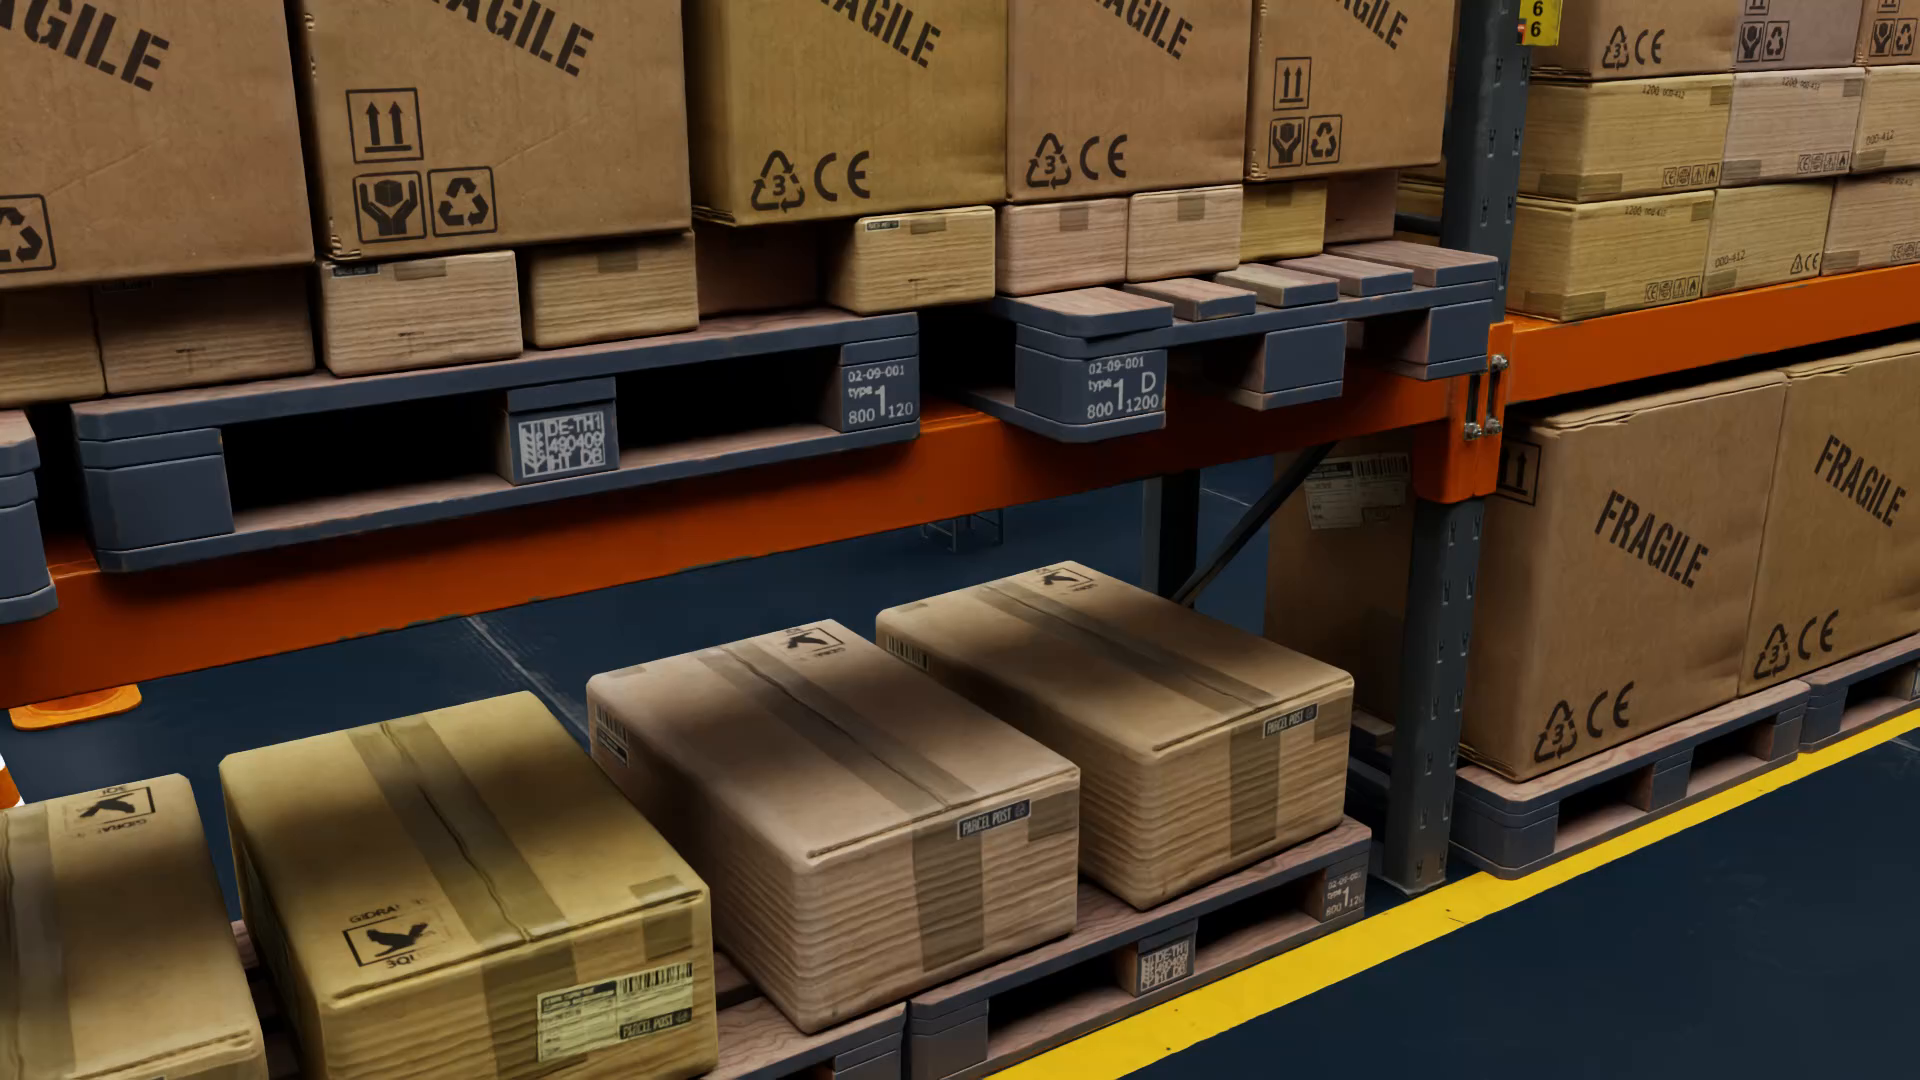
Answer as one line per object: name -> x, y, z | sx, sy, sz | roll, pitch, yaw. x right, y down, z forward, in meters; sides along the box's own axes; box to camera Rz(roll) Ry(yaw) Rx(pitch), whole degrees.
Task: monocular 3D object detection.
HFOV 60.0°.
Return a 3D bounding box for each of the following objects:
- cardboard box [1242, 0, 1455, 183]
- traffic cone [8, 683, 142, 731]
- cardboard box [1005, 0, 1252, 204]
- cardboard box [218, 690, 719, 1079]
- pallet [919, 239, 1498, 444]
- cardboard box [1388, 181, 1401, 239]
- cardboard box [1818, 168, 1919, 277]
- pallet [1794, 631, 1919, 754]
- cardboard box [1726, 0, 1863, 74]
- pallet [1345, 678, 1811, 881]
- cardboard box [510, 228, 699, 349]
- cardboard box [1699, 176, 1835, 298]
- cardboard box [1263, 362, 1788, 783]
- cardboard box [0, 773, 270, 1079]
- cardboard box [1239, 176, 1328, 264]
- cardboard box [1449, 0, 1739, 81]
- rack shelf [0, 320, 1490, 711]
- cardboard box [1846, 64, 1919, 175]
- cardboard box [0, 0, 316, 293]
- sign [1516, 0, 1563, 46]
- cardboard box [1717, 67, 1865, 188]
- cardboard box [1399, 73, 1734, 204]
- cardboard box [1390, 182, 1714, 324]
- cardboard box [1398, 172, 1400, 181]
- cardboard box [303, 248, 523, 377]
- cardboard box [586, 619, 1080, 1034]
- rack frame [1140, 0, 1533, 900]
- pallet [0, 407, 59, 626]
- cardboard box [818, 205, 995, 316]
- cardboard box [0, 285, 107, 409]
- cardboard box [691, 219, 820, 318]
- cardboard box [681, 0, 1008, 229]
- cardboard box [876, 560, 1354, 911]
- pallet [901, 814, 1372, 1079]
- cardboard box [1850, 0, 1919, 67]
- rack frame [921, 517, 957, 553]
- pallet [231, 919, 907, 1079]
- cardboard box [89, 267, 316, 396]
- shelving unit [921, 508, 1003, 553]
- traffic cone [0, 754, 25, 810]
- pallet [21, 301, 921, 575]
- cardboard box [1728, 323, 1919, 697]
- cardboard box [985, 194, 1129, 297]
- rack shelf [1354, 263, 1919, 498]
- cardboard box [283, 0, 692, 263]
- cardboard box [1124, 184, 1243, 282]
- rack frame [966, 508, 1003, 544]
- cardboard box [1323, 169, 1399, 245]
cardboard box -> 0.577, -0.974, 3.165 | 0.500, 0.500, 0.500 | -13, 22, -33
traffic cone -> -2.579, 0.254, 4.771 | 0.334, 0.463, 0.336 | -12, 22, -31
cardboard box -> 0.151, -0.880, 2.887 | 0.500, 0.500, 0.500 | -12, 22, -32
cardboard box -> -0.922, 0.666, 3.039 | 0.625, 0.372, 0.950 | -11, 22, -30
pallet -> 0.267, -0.496, 3.328 | 1.003, 0.211, 1.213 | -12, 22, -31
cardboard box -> 1.083, -0.829, 4.246 | 0.500, 0.250, 0.500 | -13, 23, -33
cardboard box -> 2.211, -0.875, 4.383 | 0.500, 0.250, 0.500 | -11, 22, -30
pallet -> 2.521, 0.248, 5.183 | 1.213, 0.211, 1.003 | -12, 22, -31
cardboard box -> 1.759, -1.373, 3.907 | 0.500, 0.500, 0.500 | -12, 22, -31
pallet -> 1.503, 0.461, 4.551 | 1.213, 0.211, 1.003 | -12, 22, -31
cardboard box -> -0.591, -0.406, 2.499 | 0.250, 0.149, 0.380 | -13, 22, -33
cardboard box -> 1.770, -0.784, 4.115 | 0.500, 0.250, 0.500 | -13, 22, -33
cardboard box -> 1.426, -0.033, 4.320 | 0.875, 0.875, 0.875 | -12, 22, -32
cardboard box -> -1.502, 0.789, 2.675 | 0.625, 0.372, 0.950 | -10, 21, -28
cardboard box -> 0.475, -0.634, 3.172 | 0.250, 0.149, 0.380 | -12, 22, -31
cardboard box -> 1.350, -1.284, 3.640 | 0.500, 0.500, 0.500 | -13, 22, -33
rack shelf -> -0.867, -0.048, 2.826 | 4.000, 0.370, 1.077 | -12, 22, -31
cardboard box -> 2.218, -1.105, 4.284 | 0.500, 0.250, 0.500 | -12, 22, -32
cardboard box -> -1.150, -0.601, 2.064 | 0.500, 0.500, 0.500 | -12, 22, -32
sign -> 1.110, -1.109, 3.156 | 0.005, 0.325, 0.100 | -12, 22, -31
cardboard box -> 1.795, -1.021, 4.034 | 0.500, 0.250, 0.500 | -11, 22, -30
cardboard box -> 1.362, -0.930, 3.766 | 0.500, 0.250, 0.500 | -12, 22, -32
cardboard box -> 1.351, -0.689, 3.833 | 0.500, 0.250, 0.500 | -12, 22, -32
cardboard box -> 1.068, -1.060, 4.150 | 0.500, 0.250, 0.500 | -12, 22, -32
cardboard box -> -0.798, -0.351, 2.337 | 0.250, 0.149, 0.380 | -11, 22, -29
cardboard box -> -0.286, 0.534, 3.429 | 0.625, 0.372, 0.950 | -12, 22, -32
rack frame -> 0.803, -0.741, 3.753 | 0.127, 3.000, 1.000 | -12, 22, -31
pallet -> -1.819, -0.041, 1.983 | 1.213, 0.211, 1.003 | -12, 22, -31
cardboard box -> -0.148, -0.483, 2.726 | 0.250, 0.149, 0.380 | -11, 22, -30
cardboard box -> -1.256, -0.275, 2.112 | 0.250, 0.149, 0.380 | -12, 22, -31
cardboard box -> -0.427, -0.472, 2.695 | 0.250, 0.149, 0.380 | -12, 22, -31
cardboard box -> -0.270, -0.791, 2.623 | 0.500, 0.500, 0.500 | -14, 23, -35
cardboard box -> 0.326, 0.402, 3.820 | 0.625, 0.372, 0.950 | -14, 23, -35
pallet -> 0.150, 0.717, 3.794 | 1.213, 0.211, 1.003 | -12, 22, -31
cardboard box -> 2.199, -1.460, 4.164 | 0.500, 0.500, 0.500 | -11, 22, -30
rack frame -> -0.078, -0.410, 6.052 | 0.006, 0.900, 0.240 | -12, 22, -31
pallet -> -0.868, 0.931, 3.162 | 1.213, 0.211, 1.003 | -12, 22, -31
cardboard box -> -1.049, -0.318, 2.240 | 0.250, 0.149, 0.380 | -12, 22, -31
shelving unit -> 0.007, -0.428, 6.105 | 0.210, 0.900, 0.258 | -12, 22, -31
traffic cone -> -2.272, 0.572, 3.829 | 0.334, 0.463, 0.336 | -12, 22, -31
pallet -> -0.827, -0.291, 2.720 | 1.213, 0.211, 1.003 | -12, 22, -31
cardboard box -> 2.173, -0.189, 4.782 | 0.875, 0.875, 0.875 | -12, 22, -31
cardboard box -> 0.075, -0.535, 2.881 | 0.250, 0.149, 0.380 | -13, 23, -34
rack shelf -> 2.474, -0.753, 4.910 | 4.000, 0.370, 1.077 | -12, 22, -31
cardboard box -> -0.726, -0.695, 2.340 | 0.500, 0.500, 0.500 | -13, 23, -34
cardboard box -> 0.289, -0.577, 3.006 | 0.250, 0.149, 0.380 | -12, 22, -32
rack frame -> 0.092, -0.446, 6.158 | 0.006, 0.900, 0.240 | -12, 22, -31
cardboard box -> 0.659, -0.700, 3.369 | 0.250, 0.149, 0.380 | -11, 22, -29
